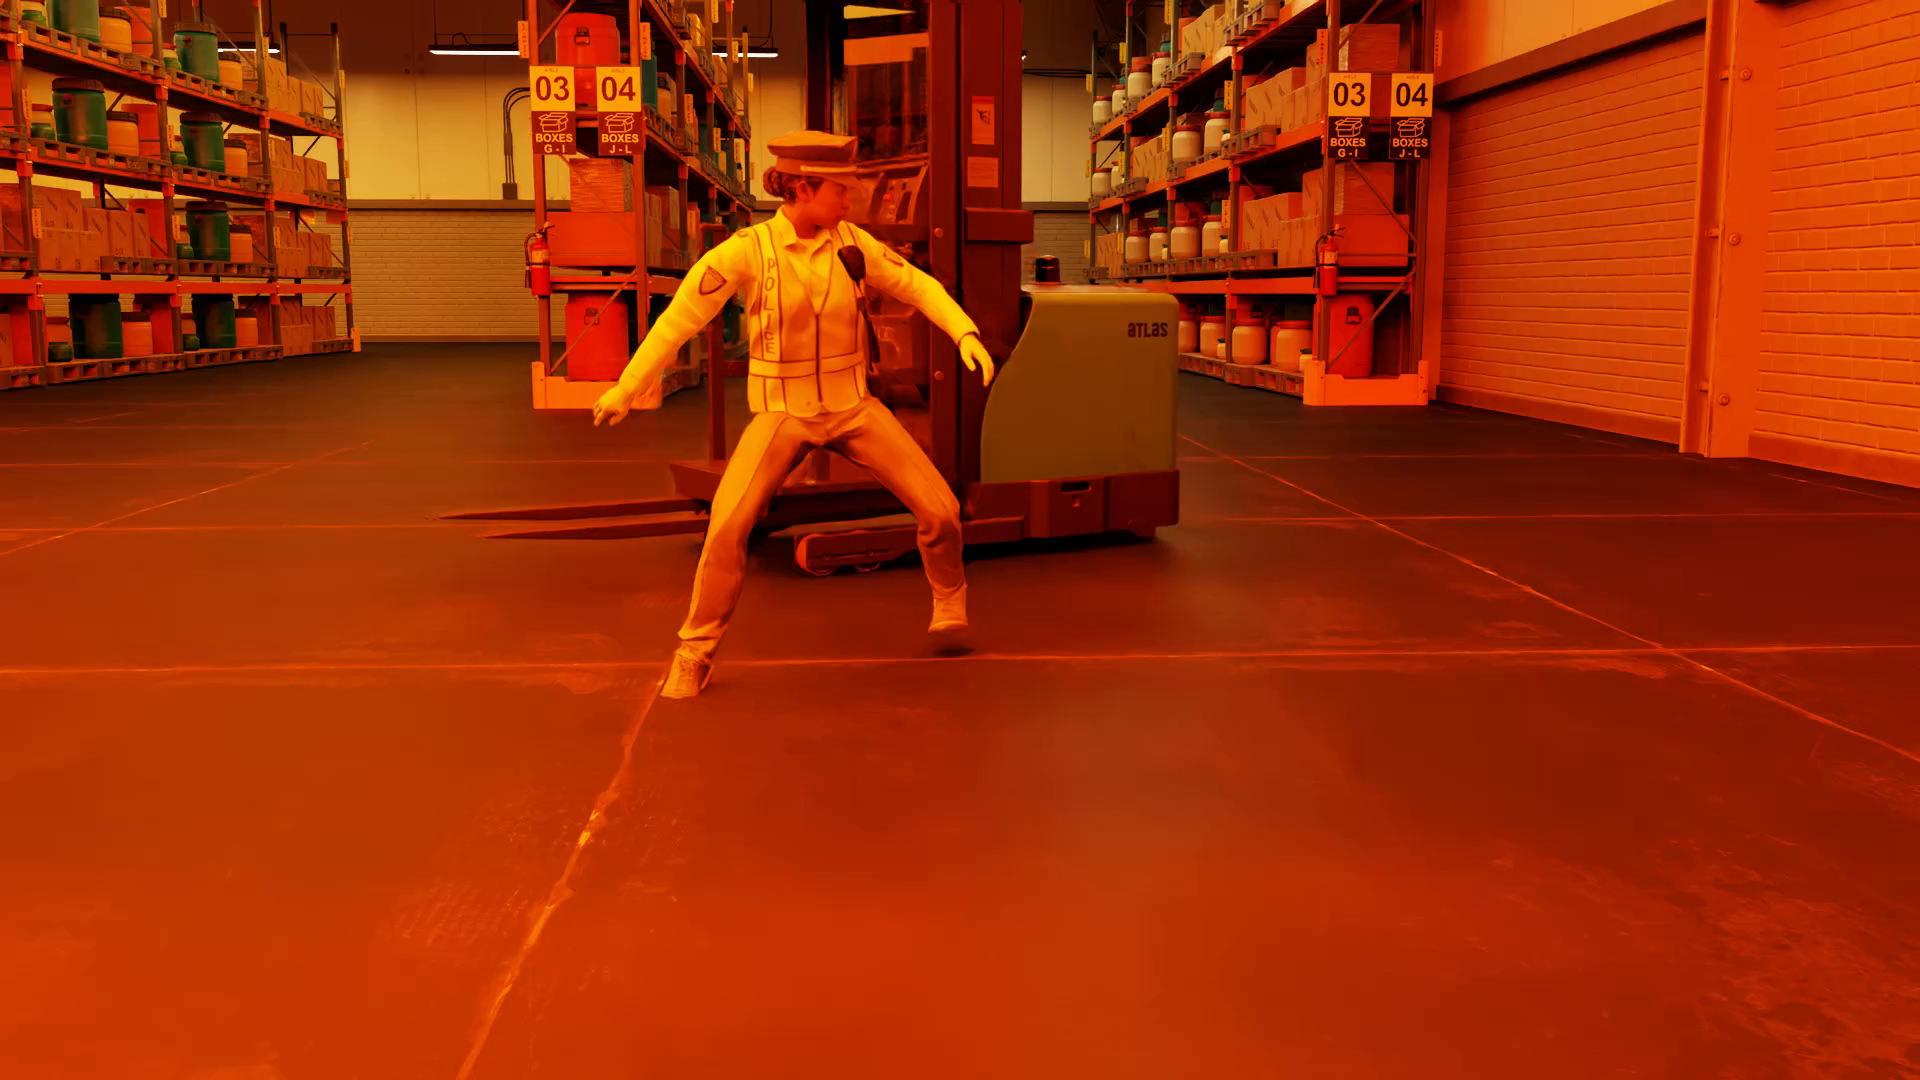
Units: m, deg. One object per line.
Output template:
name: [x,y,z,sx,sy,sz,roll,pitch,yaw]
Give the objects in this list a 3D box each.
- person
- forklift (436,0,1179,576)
person: [-0.449,-0.325,4.649,1.097,1.589,0.503,-3,9,-17]
forklift: [-0.563,-1.399,6.754,3.031,2.935,1.130,-5,10,-31]
